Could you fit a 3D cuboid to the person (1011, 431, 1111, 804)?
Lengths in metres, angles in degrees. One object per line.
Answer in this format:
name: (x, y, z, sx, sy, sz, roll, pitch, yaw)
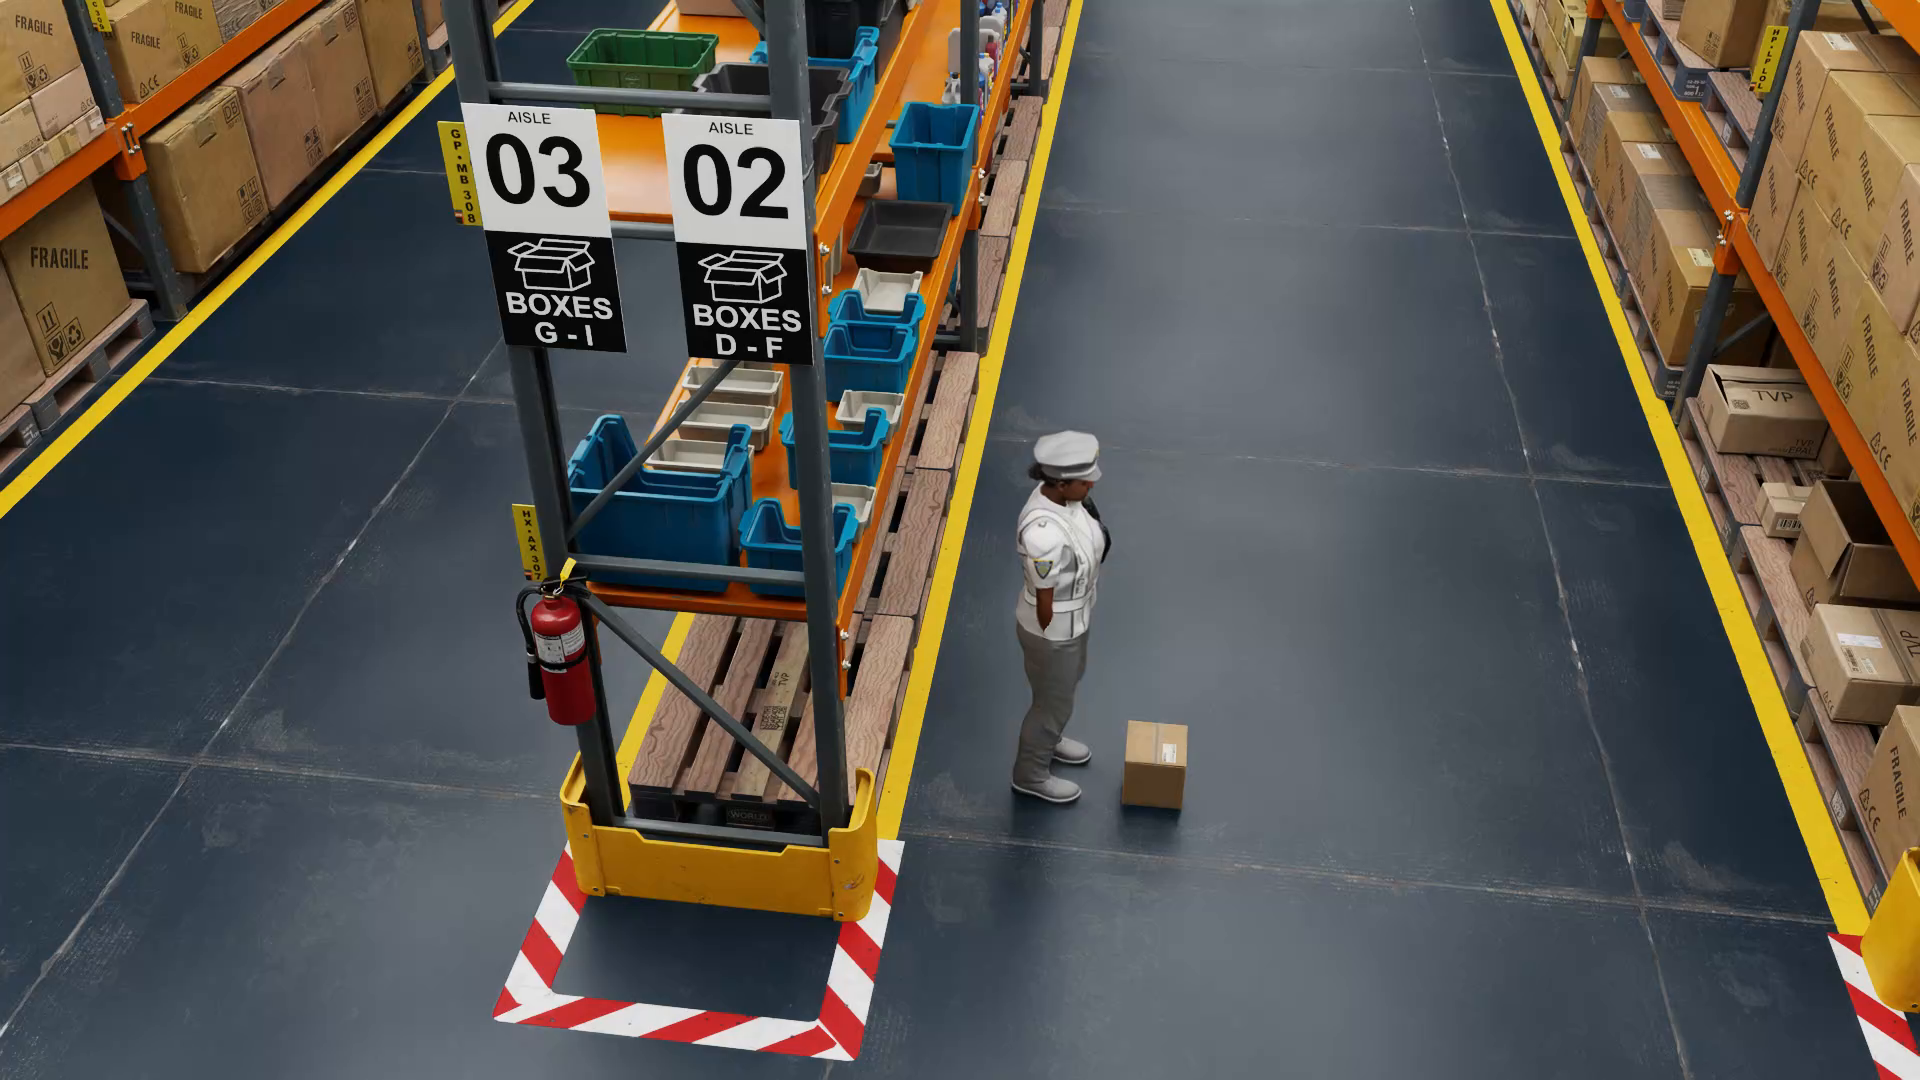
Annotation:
person: (0.397, 0.310, 6.634, 0.341, 1.658, 0.438, 9, 37, 12)
